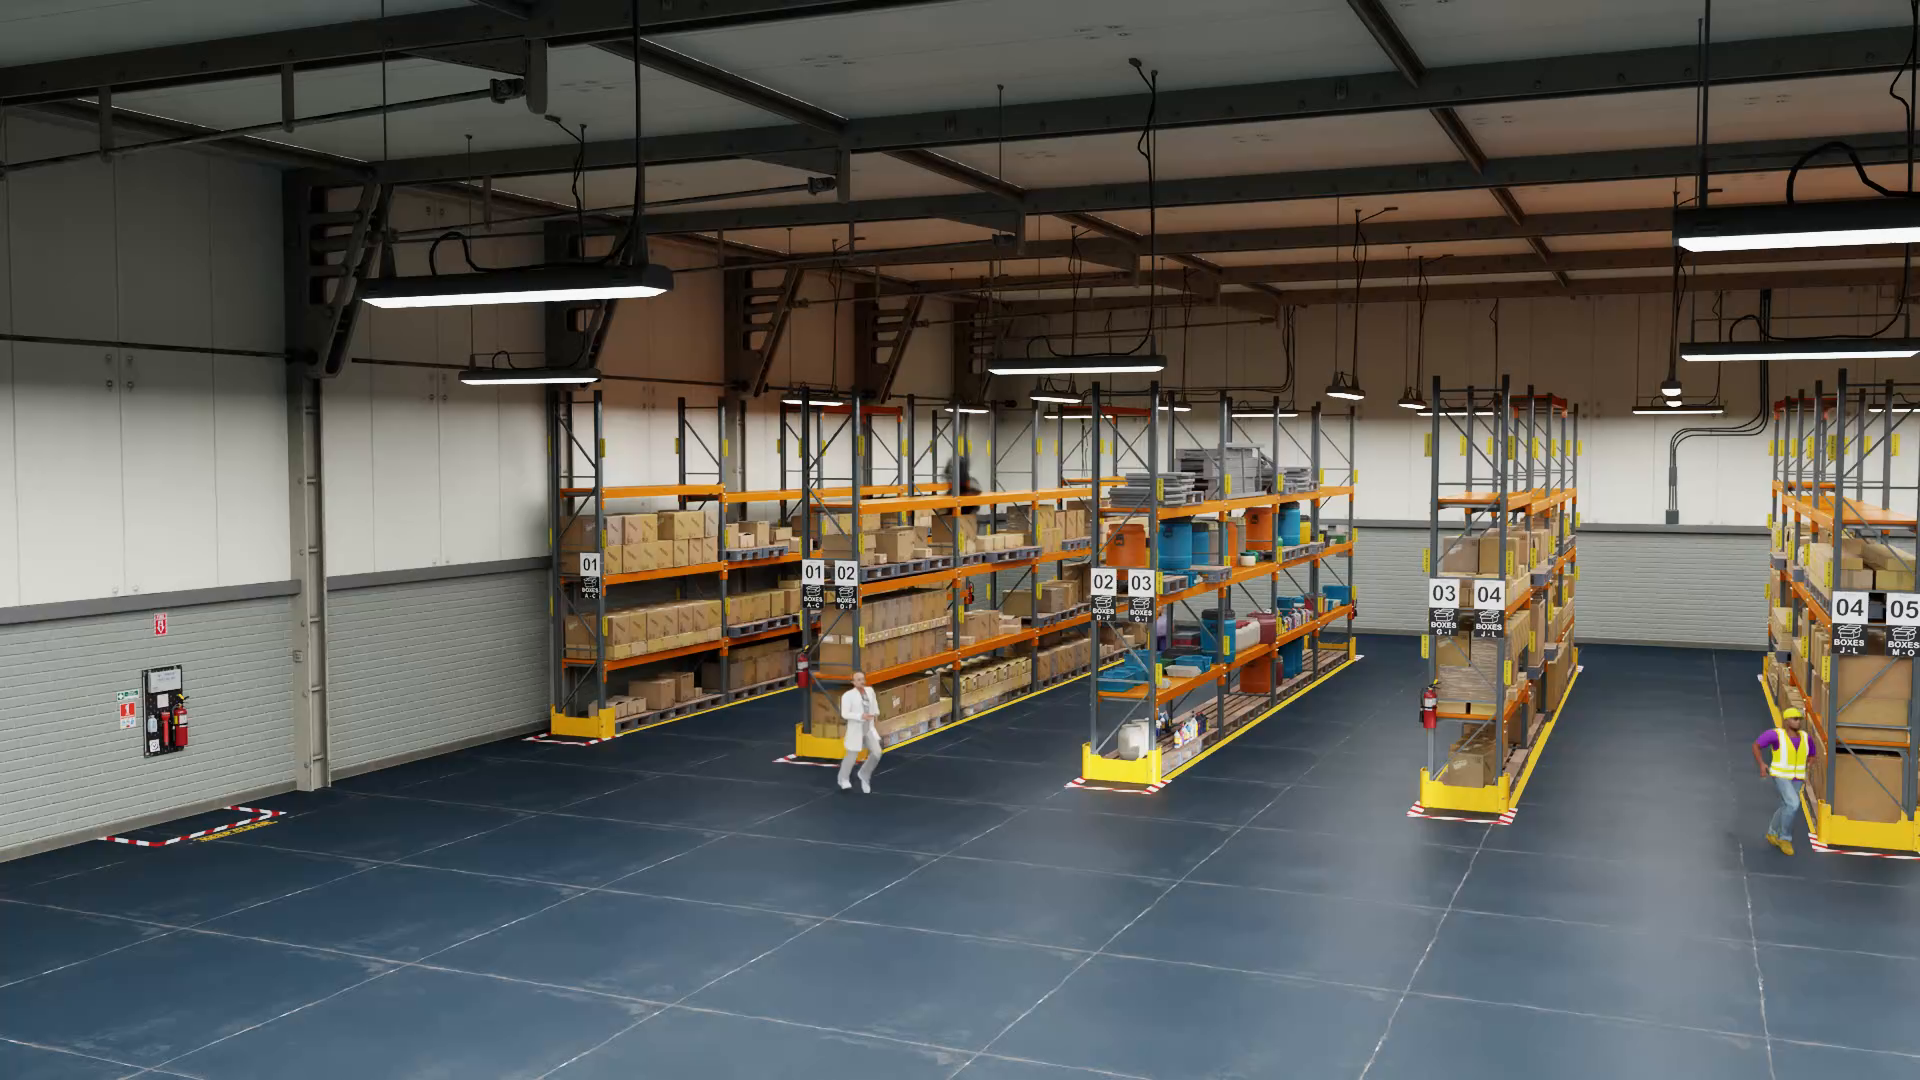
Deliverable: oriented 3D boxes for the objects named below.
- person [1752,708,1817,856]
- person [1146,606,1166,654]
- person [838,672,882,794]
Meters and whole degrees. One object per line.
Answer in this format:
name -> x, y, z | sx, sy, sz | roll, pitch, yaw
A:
person -> 10.307, 2.973, 20.677 | 0.683, 1.784, 0.668 | -1, 3, -9
person -> 4.282, 2.207, 35.818 | 0.550, 1.698, 0.821 | 1, 3, 16
person -> -1.427, 2.784, 24.072 | 0.729, 1.770, 0.931 | -2, 4, -32
